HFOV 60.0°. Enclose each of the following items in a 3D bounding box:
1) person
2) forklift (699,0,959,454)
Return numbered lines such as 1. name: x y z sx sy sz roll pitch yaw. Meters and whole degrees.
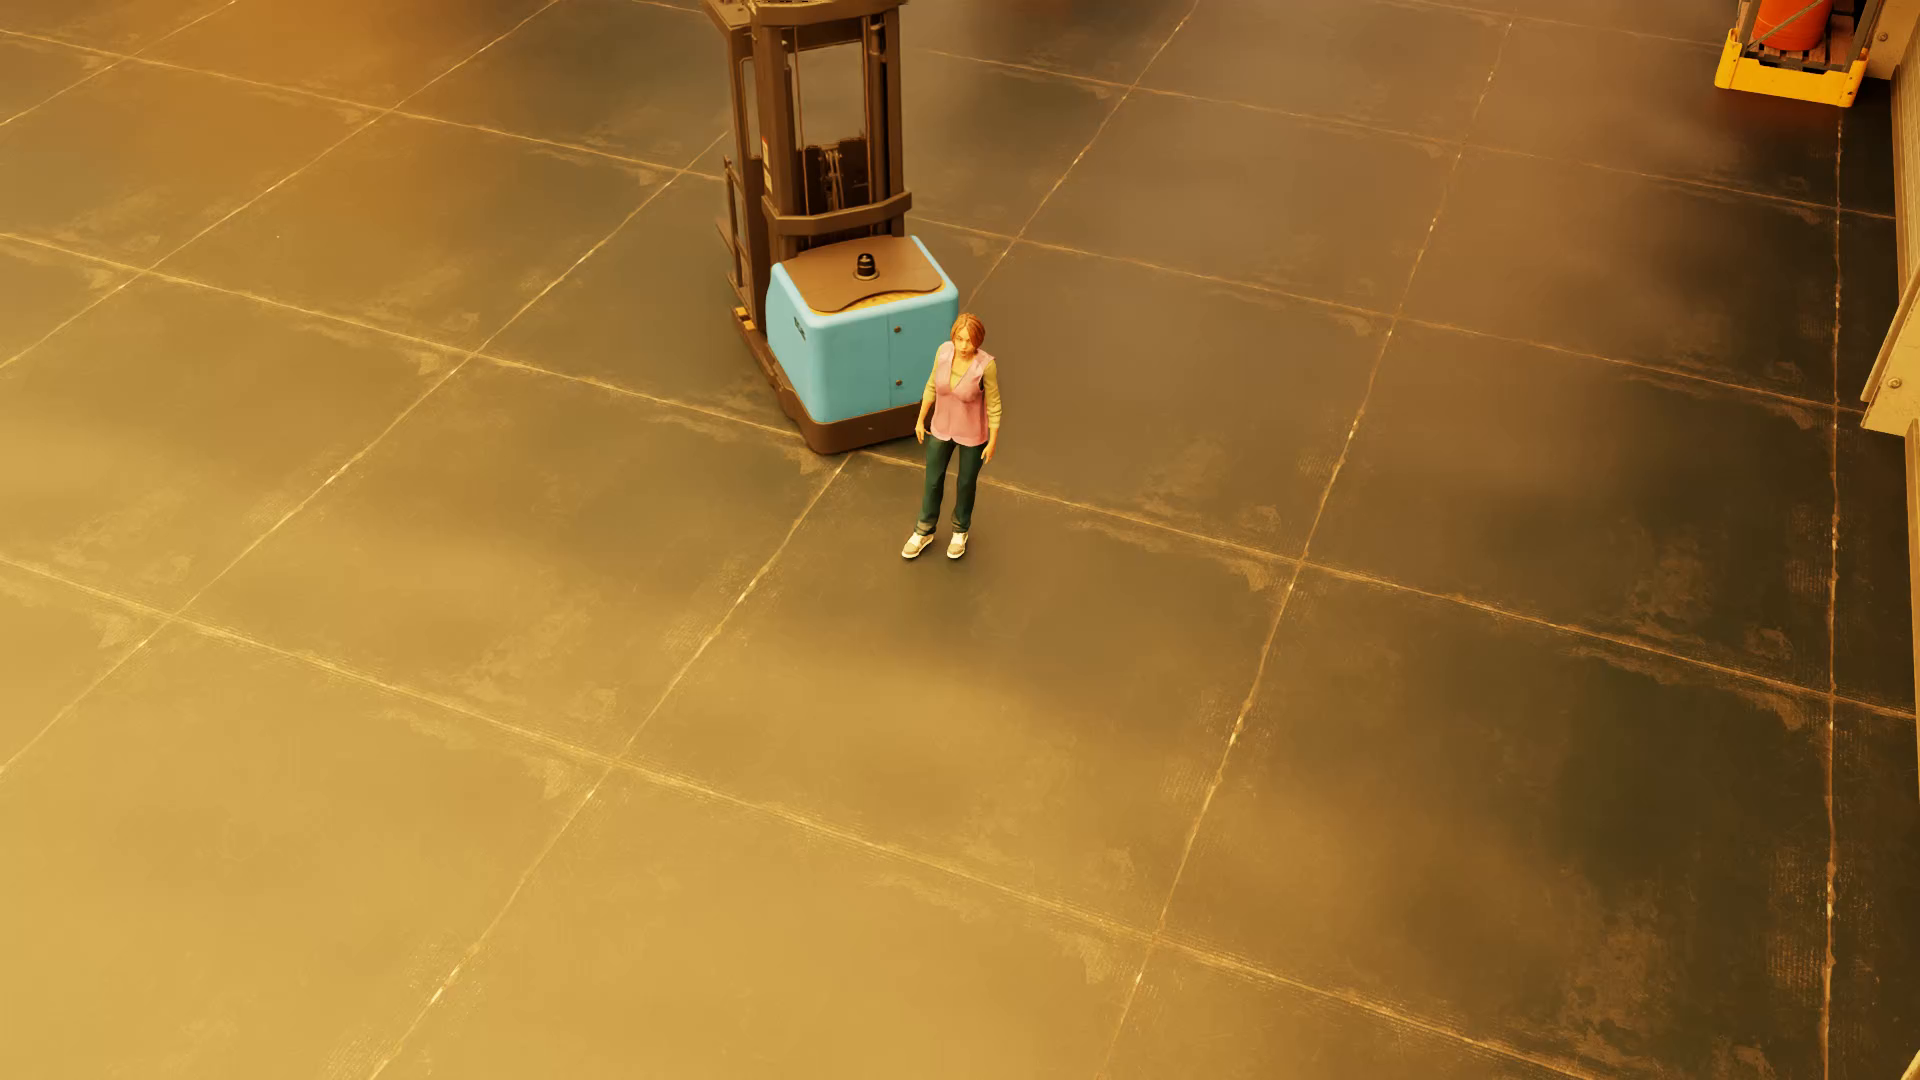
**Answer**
1. person: -0.041 -0.578 9.724 0.519 1.598 0.475 15 42 17
2. forklift: -1.018 -2.636 11.155 1.130 2.935 3.031 -15 42 -17
